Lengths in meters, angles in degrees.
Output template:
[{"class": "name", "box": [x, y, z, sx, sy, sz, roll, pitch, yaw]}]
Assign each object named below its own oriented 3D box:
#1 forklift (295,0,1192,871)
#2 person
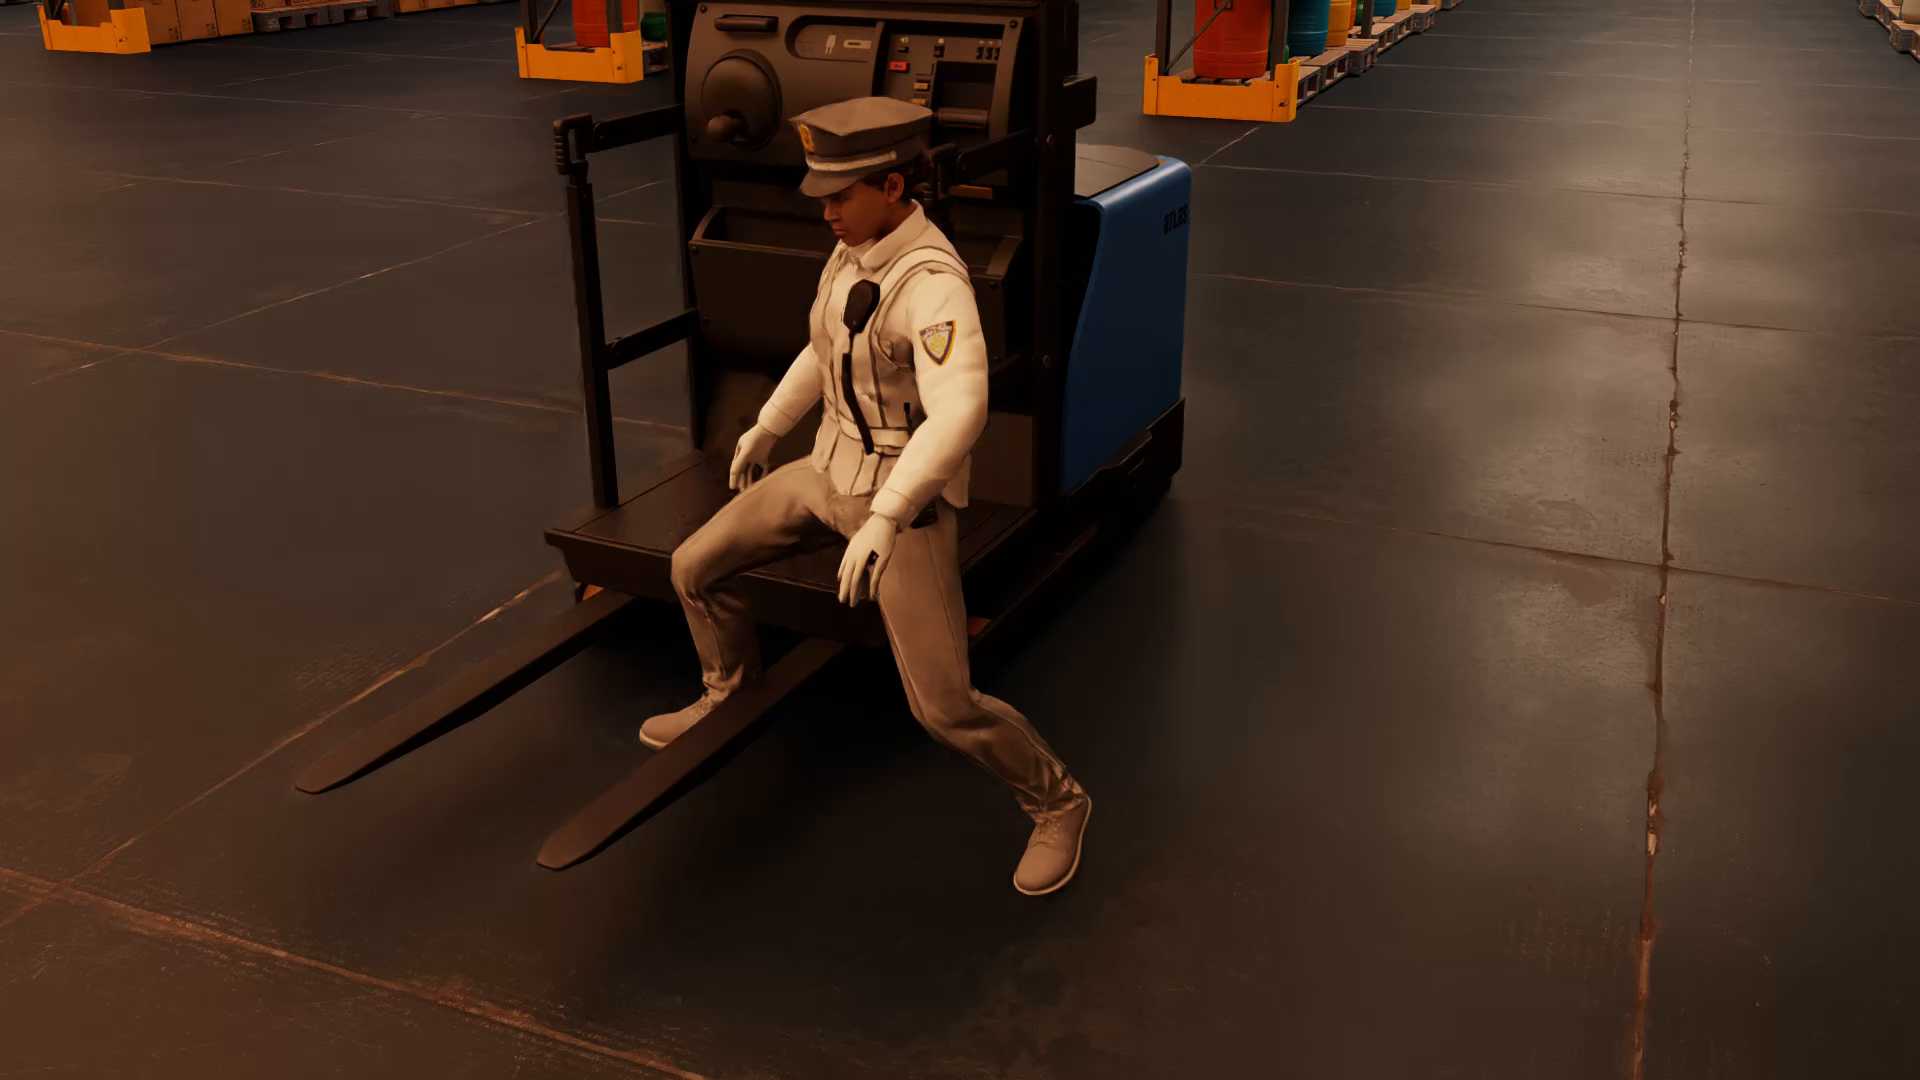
[{"class": "forklift", "box": [-0.371, -1.120, 3.973, 1.130, 2.935, 3.031, 11, 25, 24]}, {"class": "person", "box": [-0.182, -0.082, 3.312, 0.794, 1.554, 0.922, -11, 25, -25]}]
